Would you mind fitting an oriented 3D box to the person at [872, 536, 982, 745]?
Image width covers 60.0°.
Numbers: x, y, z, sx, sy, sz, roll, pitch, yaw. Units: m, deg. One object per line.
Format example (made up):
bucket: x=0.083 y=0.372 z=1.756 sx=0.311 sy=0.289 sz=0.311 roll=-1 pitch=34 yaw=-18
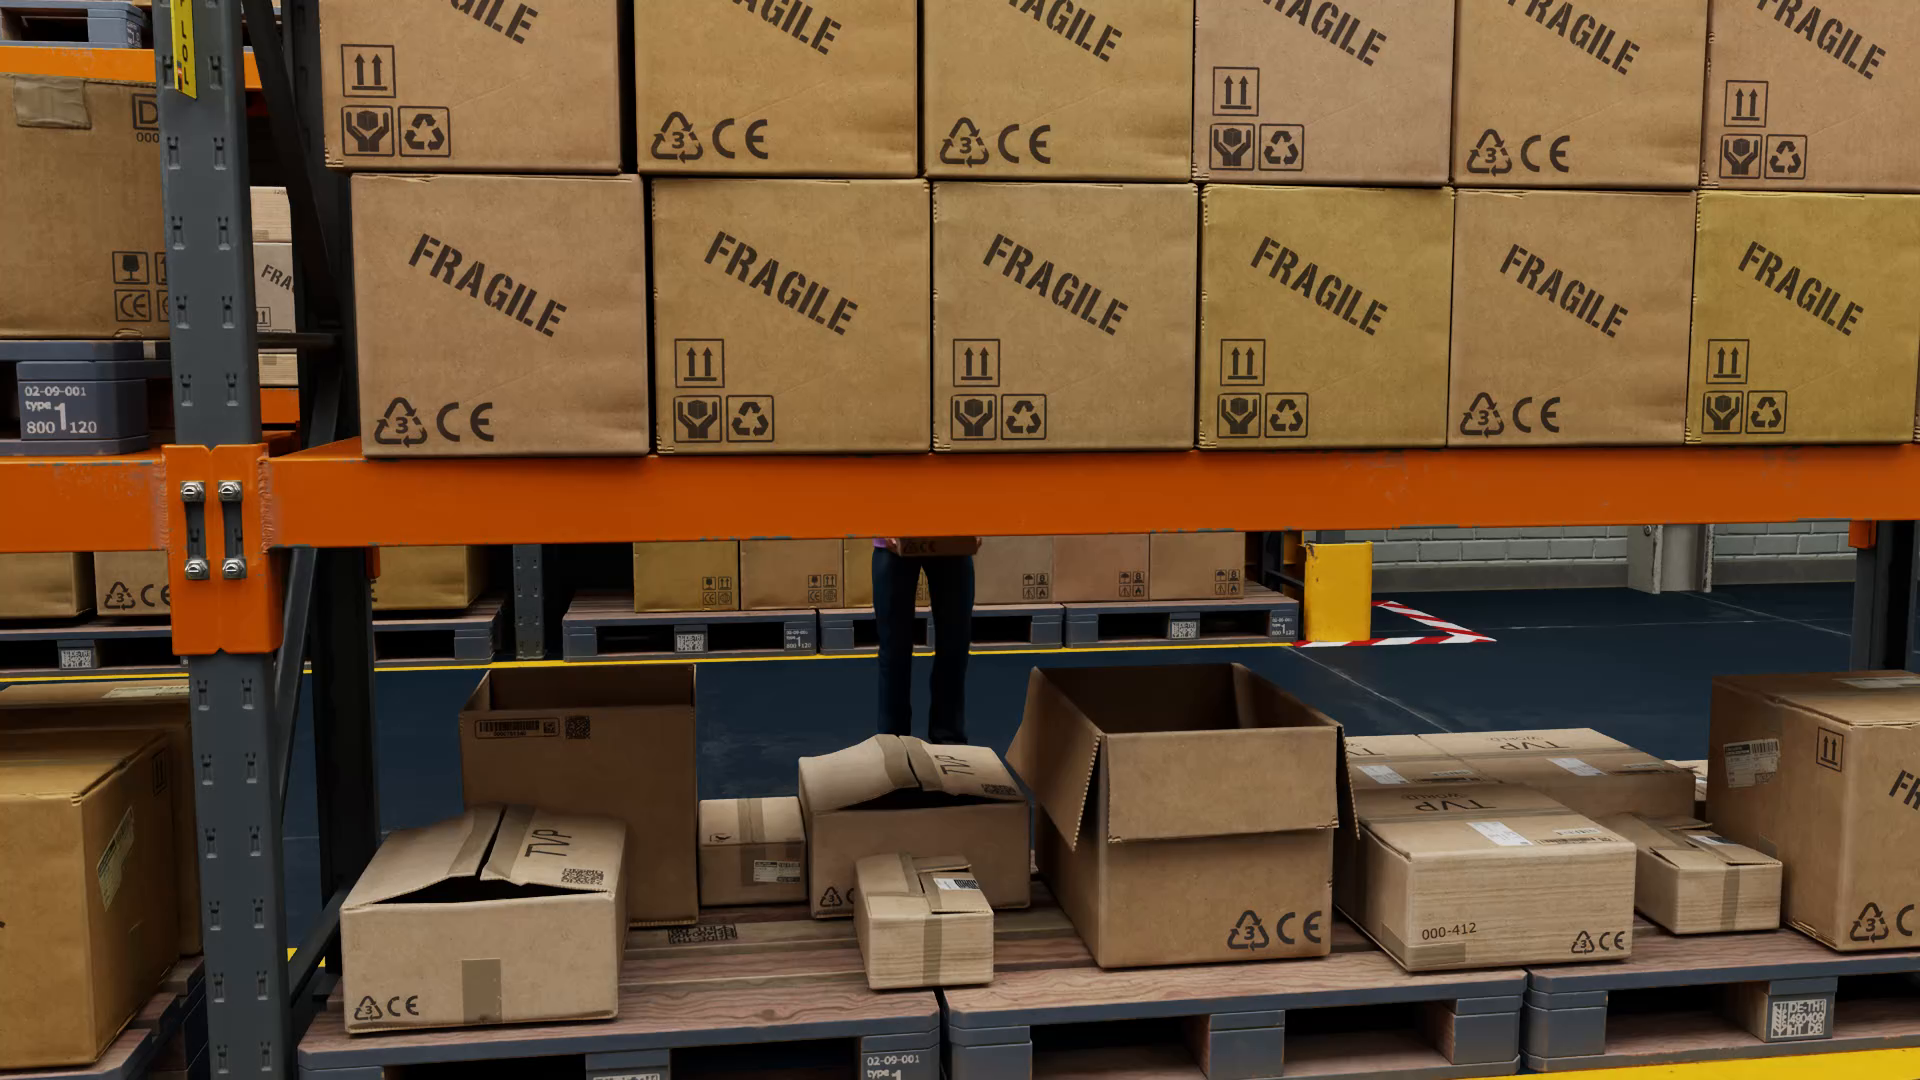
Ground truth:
person: x=-0.106 y=0.048 z=5.614 sx=0.412 sy=1.593 sz=0.488 roll=-1 pitch=7 yaw=-9
